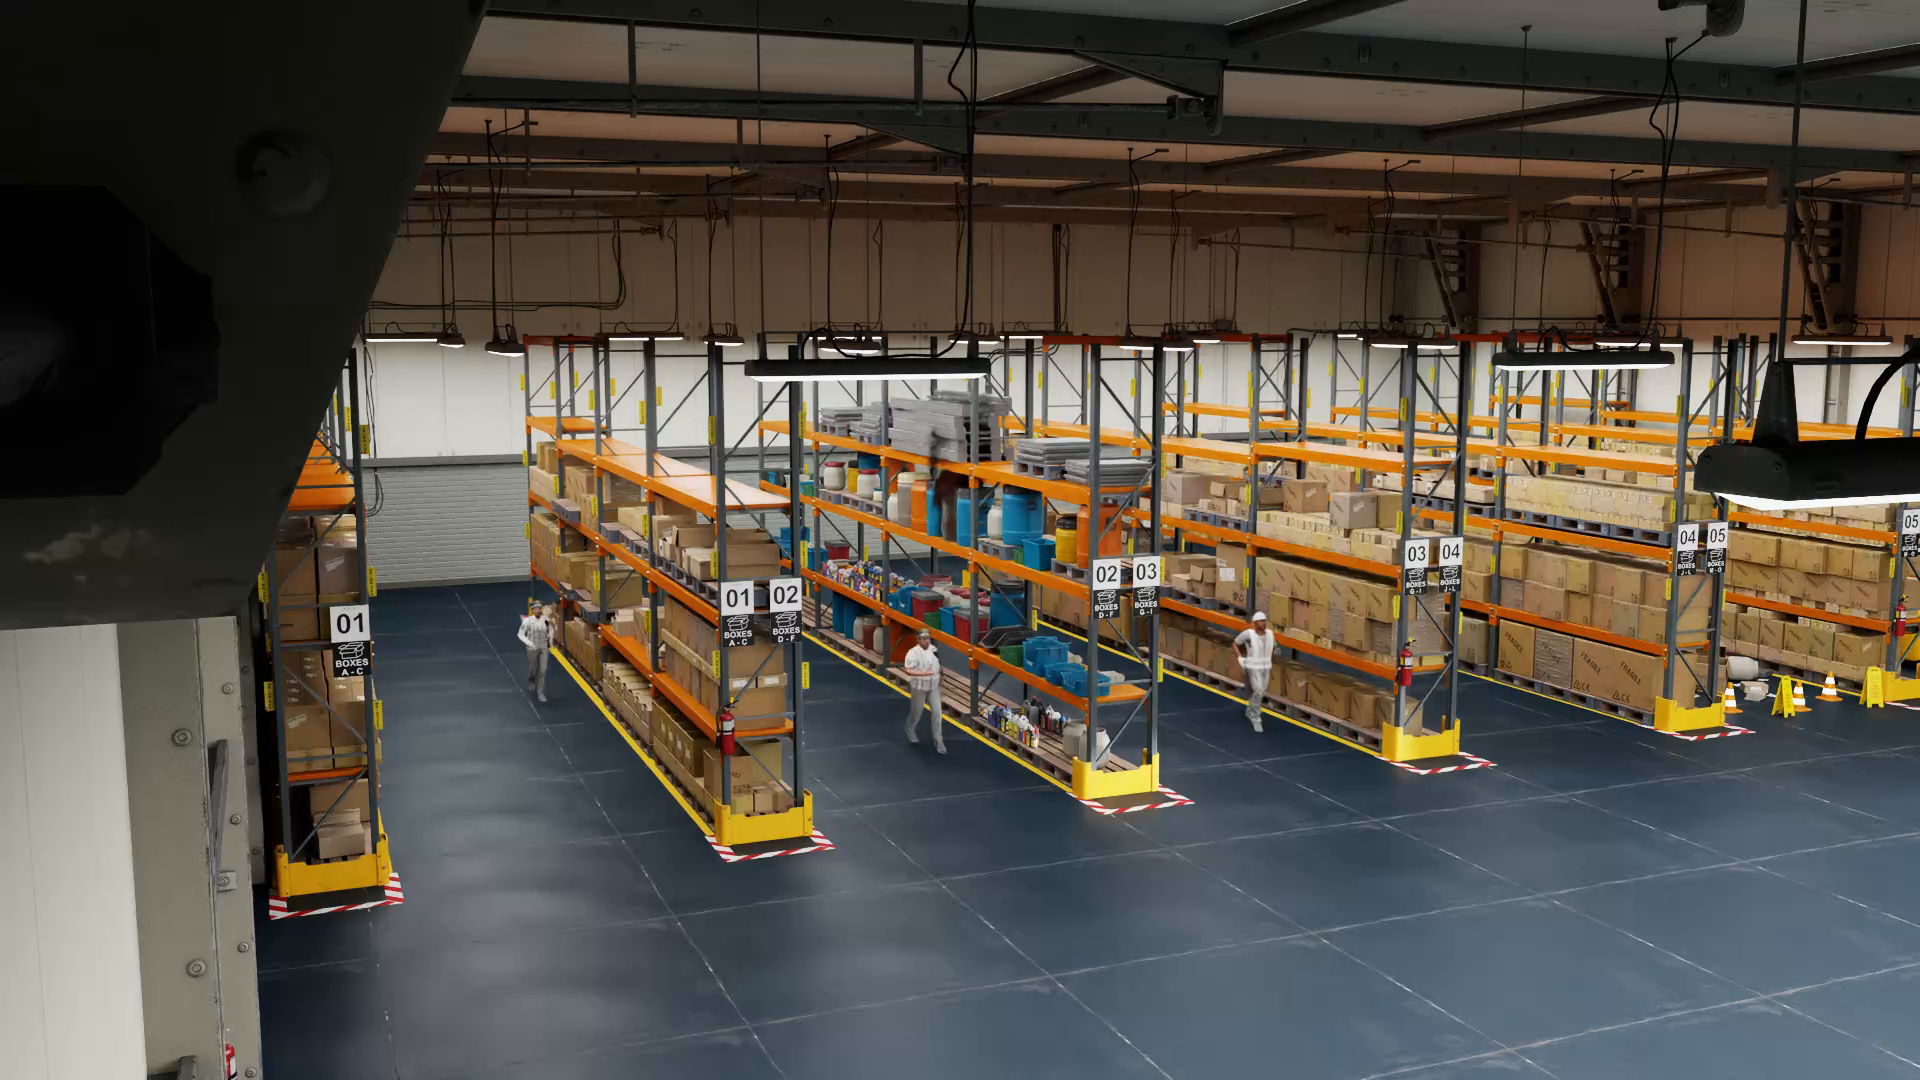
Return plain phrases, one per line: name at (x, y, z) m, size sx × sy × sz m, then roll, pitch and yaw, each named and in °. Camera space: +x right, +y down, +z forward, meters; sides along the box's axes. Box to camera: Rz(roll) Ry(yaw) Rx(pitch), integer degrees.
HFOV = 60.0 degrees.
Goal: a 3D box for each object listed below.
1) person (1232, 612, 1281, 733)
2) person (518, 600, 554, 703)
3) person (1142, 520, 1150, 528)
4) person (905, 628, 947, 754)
person at (4.633, 2.027, 25.766) m, size 0.670 × 1.843 × 0.760 m, roll -4°, pitch 8°, yaw -25°
person at (-7.067, 1.825, 27.785) m, size 0.623 × 1.683 × 0.785 m, roll -4°, pitch 8°, yaw -26°
person at (4.844, -0.068, 41.710) m, size 0.649 × 1.736 × 0.701 m, roll -5°, pitch 9°, yaw -34°
person at (-0.530, 2.180, 24.499) m, size 0.648 × 1.814 × 0.931 m, roll -4°, pitch 9°, yaw -27°
